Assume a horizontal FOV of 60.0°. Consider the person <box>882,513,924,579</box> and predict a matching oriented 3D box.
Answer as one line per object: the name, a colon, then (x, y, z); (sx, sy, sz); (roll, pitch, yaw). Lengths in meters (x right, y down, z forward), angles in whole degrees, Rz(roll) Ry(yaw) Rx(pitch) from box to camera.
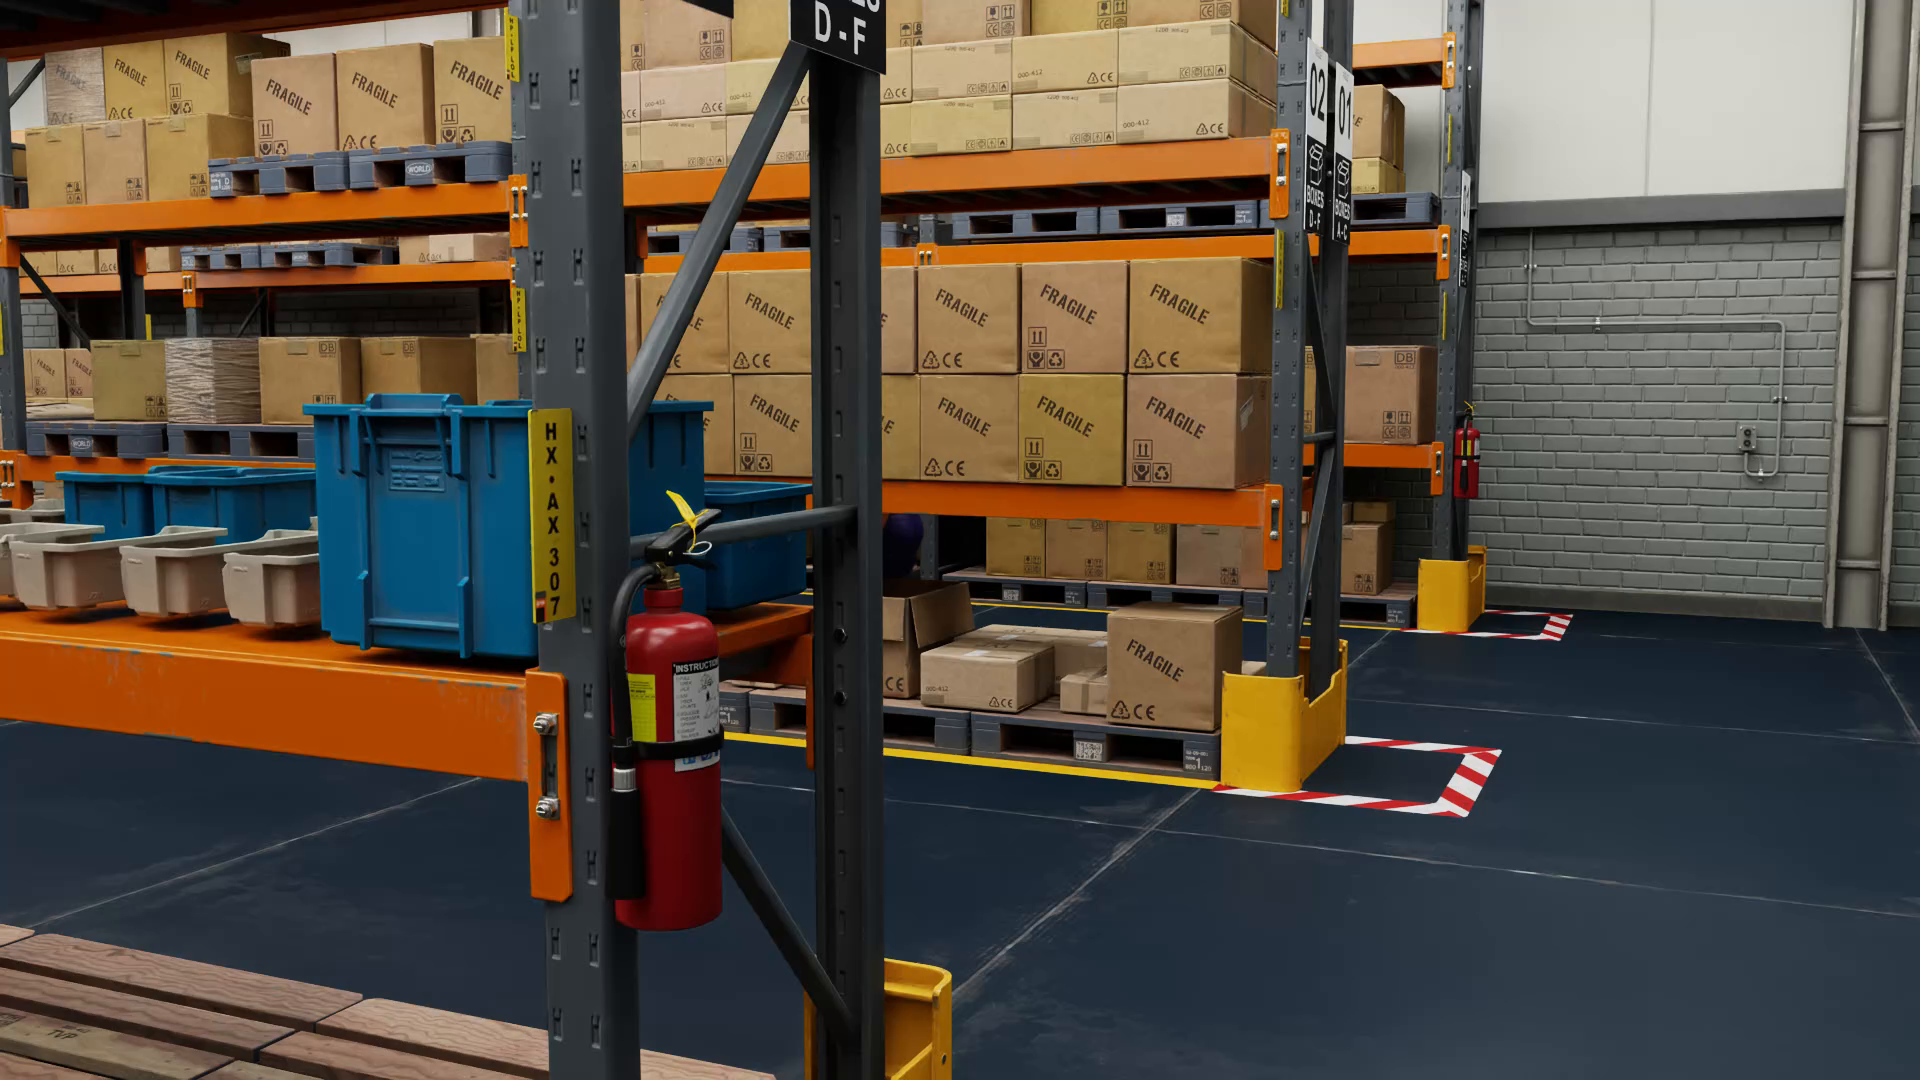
person: (-0.403, -0.037, 10.204); (0.461, 1.646, 0.538); (2, 6, 18)
